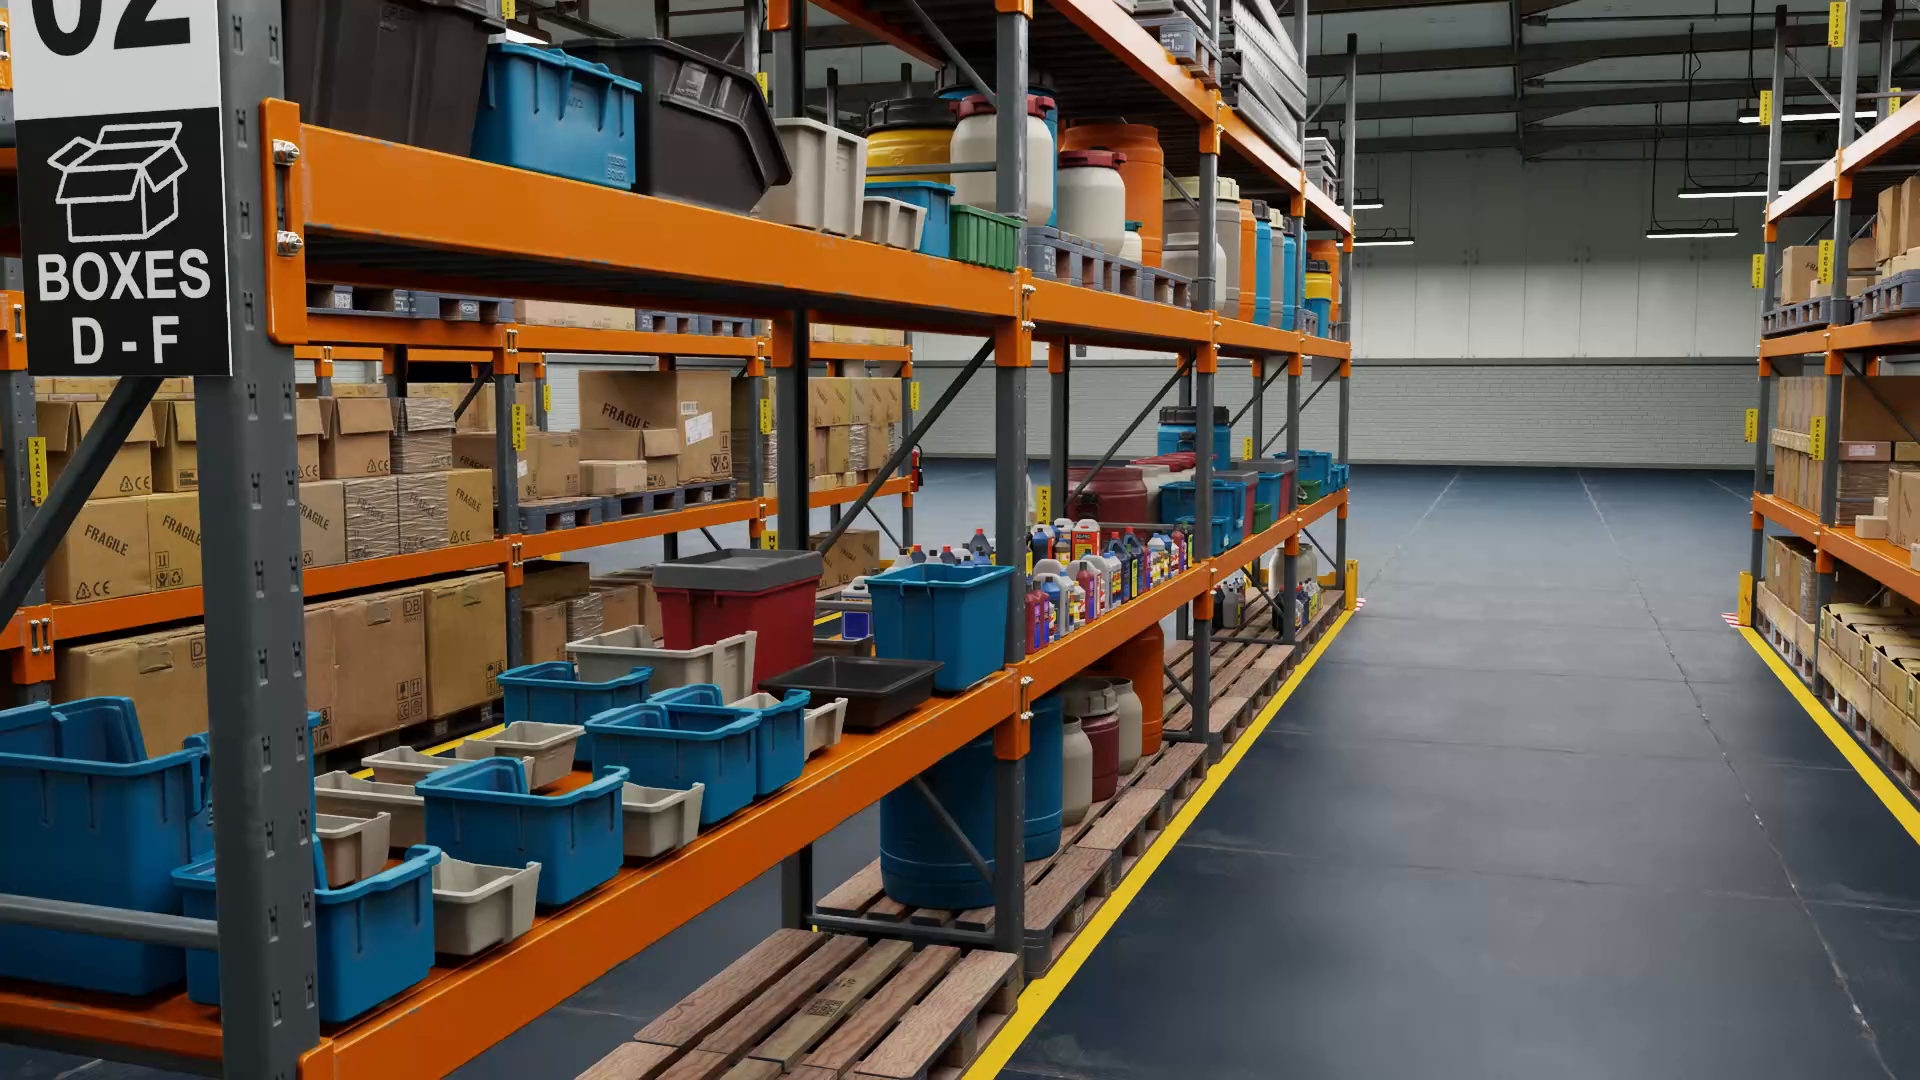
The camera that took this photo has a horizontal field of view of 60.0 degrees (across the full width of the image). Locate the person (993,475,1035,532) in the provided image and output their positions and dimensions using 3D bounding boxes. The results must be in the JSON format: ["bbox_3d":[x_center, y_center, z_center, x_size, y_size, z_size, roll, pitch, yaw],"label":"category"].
[{"bbox_3d":[0.596,-0.154,18.639,0.454,1.636,0.643,-1,6,-10],"label":"person"}]
